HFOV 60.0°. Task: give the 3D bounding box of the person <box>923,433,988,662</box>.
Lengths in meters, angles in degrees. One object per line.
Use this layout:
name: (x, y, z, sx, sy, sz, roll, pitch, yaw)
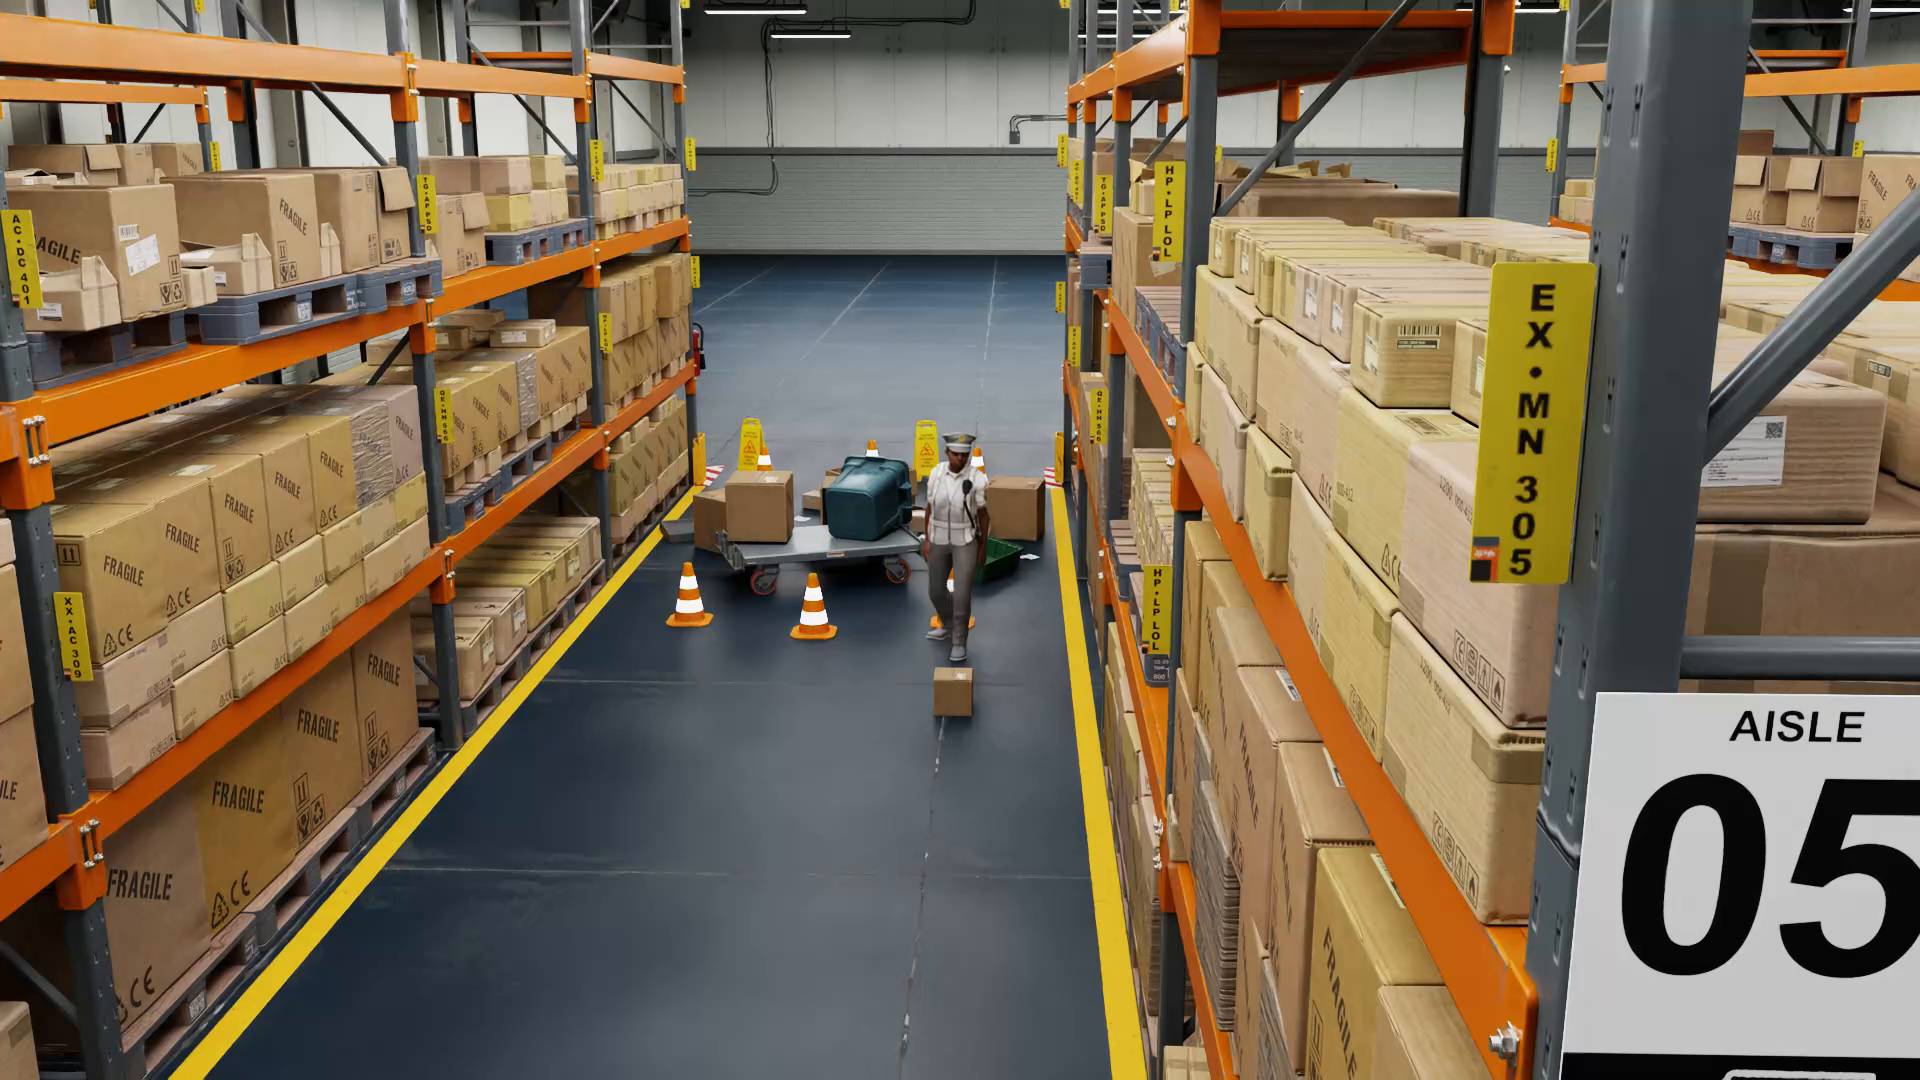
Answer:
person: (-0.032, 0.009, 11.947, 0.515, 1.665, 0.550, 4, 15, 16)
